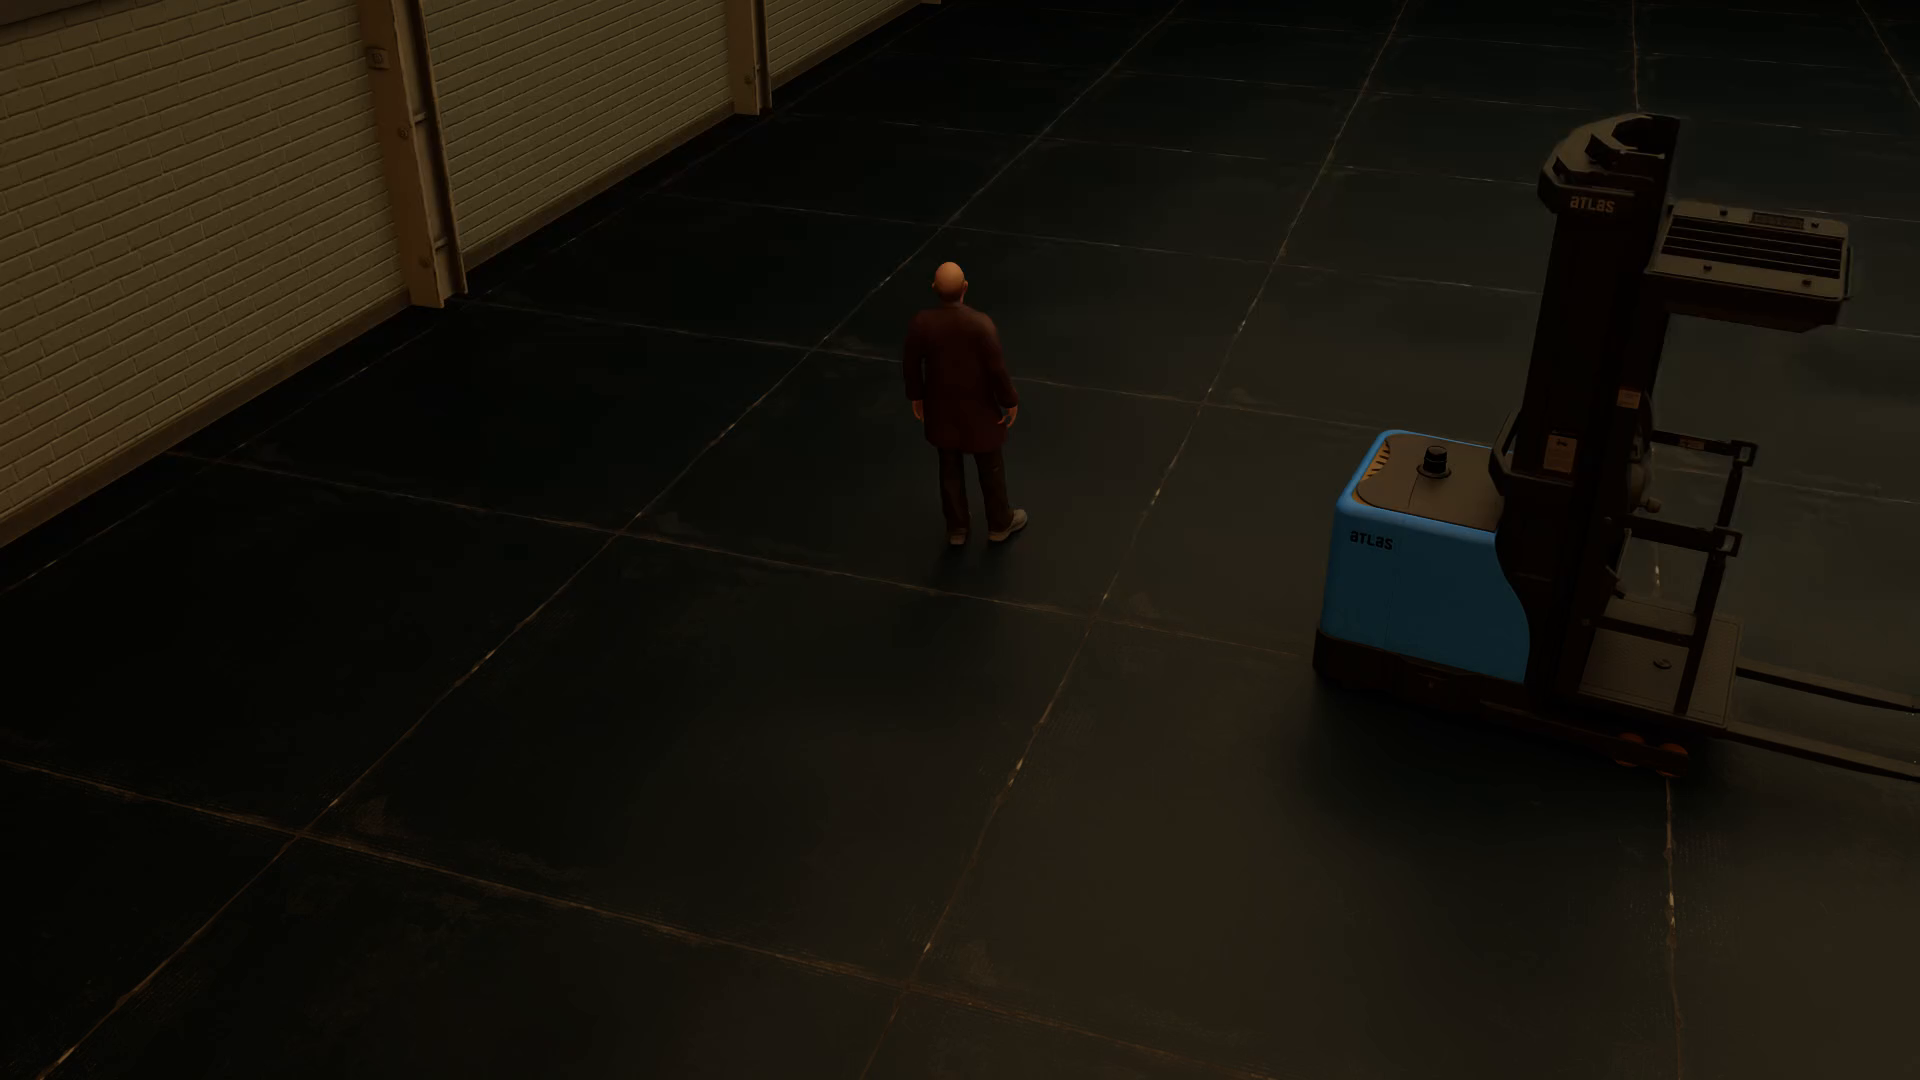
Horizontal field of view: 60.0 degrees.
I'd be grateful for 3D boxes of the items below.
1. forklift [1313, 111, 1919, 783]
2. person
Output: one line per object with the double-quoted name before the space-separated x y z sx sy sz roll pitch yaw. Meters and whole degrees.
"forklift" 3.417 -0.419 7.872 3.031 2.935 1.130 14 32 23
"person" 0.034 -0.820 9.726 0.696 1.775 0.582 10 31 16
